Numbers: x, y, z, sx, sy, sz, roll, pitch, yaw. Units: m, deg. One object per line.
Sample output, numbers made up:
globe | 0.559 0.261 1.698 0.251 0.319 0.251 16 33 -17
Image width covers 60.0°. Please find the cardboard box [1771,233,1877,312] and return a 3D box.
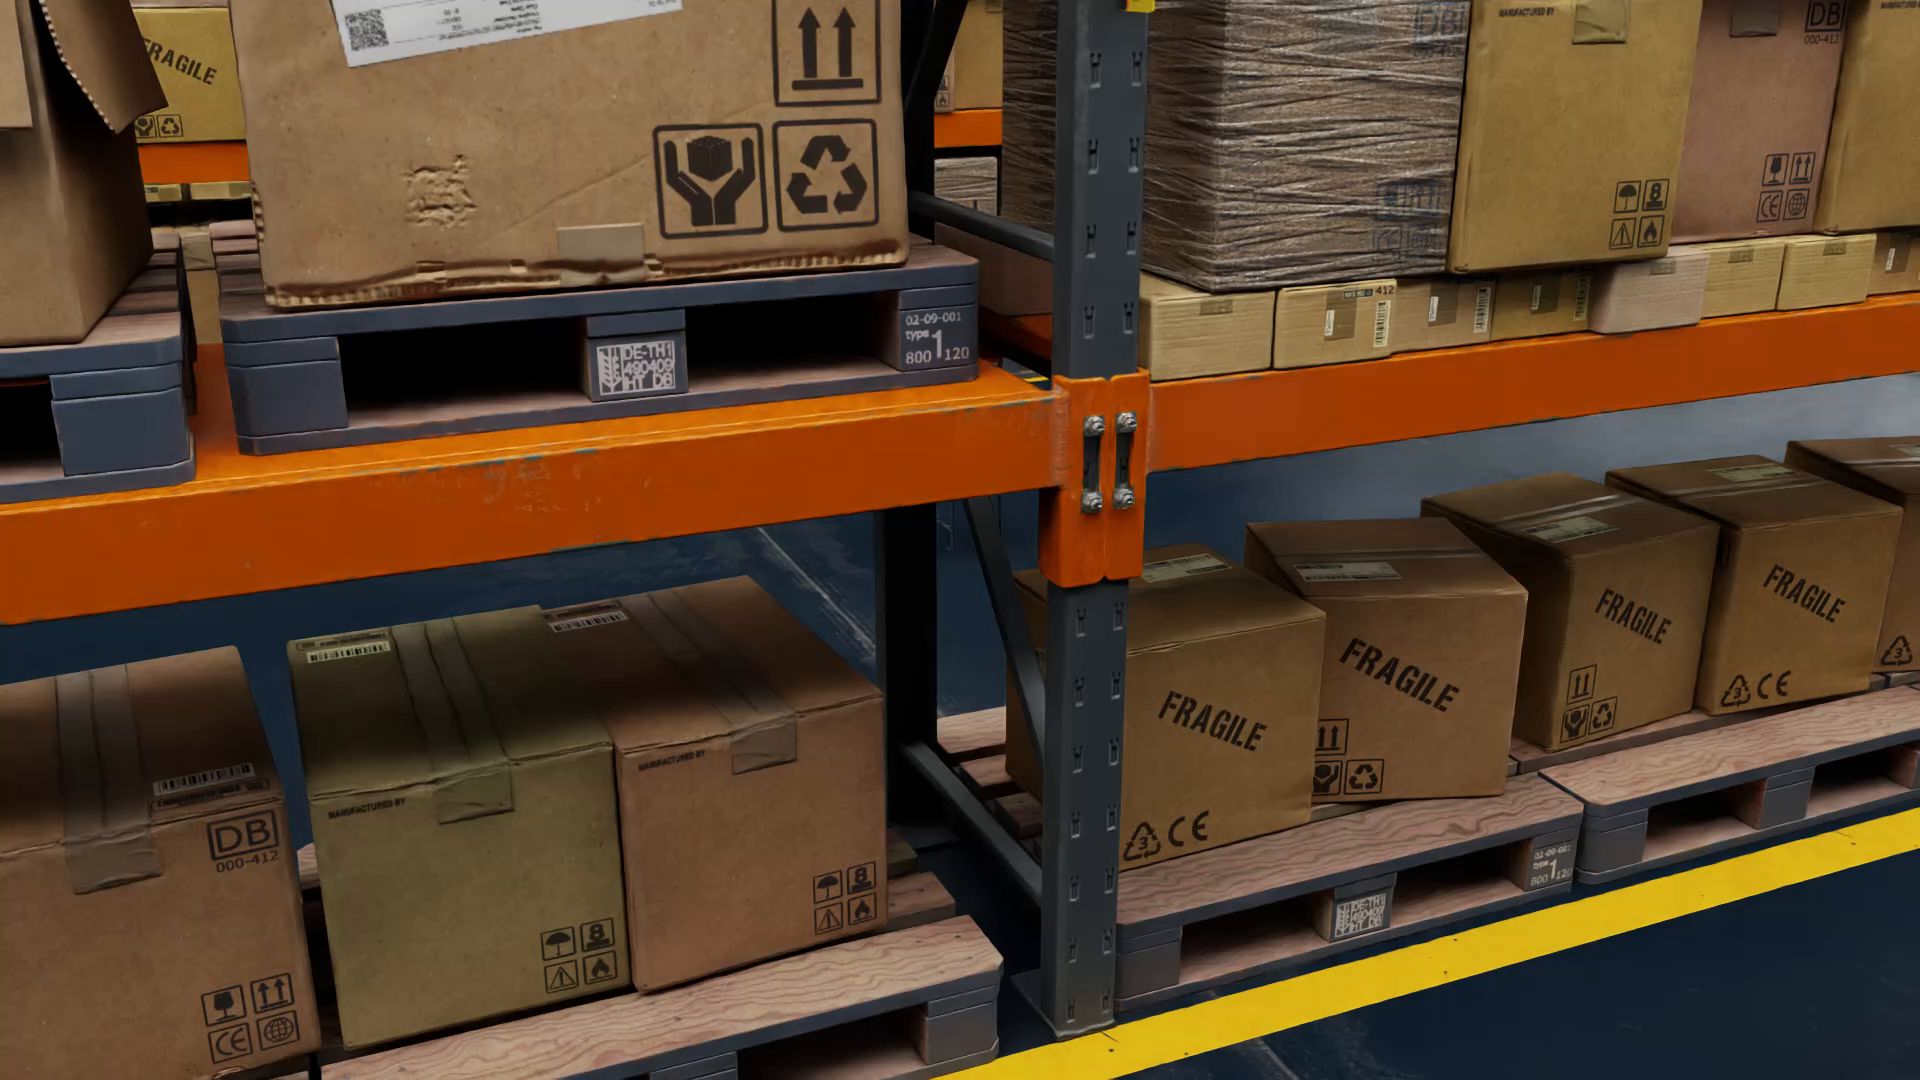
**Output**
cardboard box | 1.740 -0.615 3.630 0.250 0.149 0.380 -8 21 -22

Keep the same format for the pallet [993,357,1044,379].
pallet | 0.031 -1.044 8.669 1.213 0.211 1.003 -8 21 -22

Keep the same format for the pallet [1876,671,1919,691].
pallet | 2.894 0.300 4.853 1.213 0.211 1.003 -8 21 -22

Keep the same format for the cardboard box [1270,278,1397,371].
cardboard box | 0.603 -0.442 3.140 0.250 0.149 0.380 -8 21 -22

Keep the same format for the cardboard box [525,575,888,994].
cardboard box | -0.521 0.450 3.328 0.500 0.500 0.700 -10 22 -26

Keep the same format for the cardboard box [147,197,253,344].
cardboard box | -3.242 -1.023 7.167 0.750 0.750 1.050 -8 21 -22

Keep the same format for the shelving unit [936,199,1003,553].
shelving unit | 0.013 -0.568 5.828 0.189 1.200 0.258 -8 21 -22

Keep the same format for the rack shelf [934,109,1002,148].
rack shelf | 0.016 -2.045 8.397 4.000 0.370 1.077 -8 21 -22

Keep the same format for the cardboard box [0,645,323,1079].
cardboard box | -1.480 0.581 2.956 0.500 0.500 0.700 -10 22 -27

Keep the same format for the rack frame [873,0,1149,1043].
rack frame | 0.051 -0.595 3.196 0.127 3.000 1.000 -8 21 -22

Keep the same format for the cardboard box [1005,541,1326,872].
cardboard box | 0.434 0.345 3.657 0.500 0.500 0.500 -9 21 -24

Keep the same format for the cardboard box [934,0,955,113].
cardboard box | -0.448 -2.359 7.978 0.550 0.550 0.875 -8 21 -22

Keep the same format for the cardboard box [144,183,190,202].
cardboard box | -5.651 -2.319 11.415 0.625 0.372 0.950 -7 21 -20

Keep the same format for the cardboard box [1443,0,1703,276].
cardboard box | 0.962 -0.878 3.401 0.500 0.500 0.875 -8 21 -22

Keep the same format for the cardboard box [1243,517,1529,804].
cardboard box | 0.957 0.268 3.877 0.500 0.500 0.500 -2 19 -5

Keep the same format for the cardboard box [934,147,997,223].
cardboard box | -0.389 -1.498 8.328 0.875 0.875 0.875 -8 21 -22

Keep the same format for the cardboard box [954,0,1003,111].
cardboard box | -0.001 -2.459 8.263 0.500 0.550 0.875 -8 21 -22

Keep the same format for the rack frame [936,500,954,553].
rack frame | -0.071 -0.556 5.794 0.006 1.200 0.240 -8 21 -22

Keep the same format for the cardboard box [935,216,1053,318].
cardboard box | 0.132 -0.595 3.573 0.250 0.149 0.380 -8 21 -22

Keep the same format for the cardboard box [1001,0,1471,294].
cardboard box | 0.489 -0.823 3.245 0.500 0.500 0.875 -8 21 -22

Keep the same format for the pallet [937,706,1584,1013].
pallet | 0.654 0.621 3.941 1.213 0.211 1.003 -8 21 -22

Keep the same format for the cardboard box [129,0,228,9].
cardboard box | -3.210 -2.438 6.774 0.500 0.500 0.700 -8 21 -21

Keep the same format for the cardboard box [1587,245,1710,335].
cardboard box | 1.293 -0.540 3.417 0.250 0.149 0.380 -8 21 -22

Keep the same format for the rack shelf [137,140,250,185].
rack shelf | -3.657 -1.519 6.902 4.000 0.370 1.077 -8 21 -22

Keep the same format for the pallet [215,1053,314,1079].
pallet | -1.785 0.985 2.908 1.213 0.211 1.003 -8 21 -22

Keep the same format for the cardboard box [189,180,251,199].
cardboard box | -5.013 -2.411 11.676 0.625 0.372 0.950 -7 21 -19

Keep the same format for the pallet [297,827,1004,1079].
pallet | -0.663 0.823 3.367 1.213 0.211 1.003 -8 21 -22

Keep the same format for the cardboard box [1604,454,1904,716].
cardboard box | 2.027 0.102 4.347 0.500 0.500 0.500 -6 20 -17

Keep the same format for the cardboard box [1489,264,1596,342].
cardboard box | 1.047 -0.519 3.359 0.250 0.149 0.380 -8 21 -22

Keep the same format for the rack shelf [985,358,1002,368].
rack shelf | 0.013 -0.639 5.803 0.180 0.103 0.258 -8 21 -22

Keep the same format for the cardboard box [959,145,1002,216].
cardboard box | 0.449 -1.618 8.666 0.875 0.875 0.875 -9 21 -23

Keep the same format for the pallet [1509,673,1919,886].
pallet | 1.776 0.459 4.401 1.213 0.211 1.003 -8 21 -22

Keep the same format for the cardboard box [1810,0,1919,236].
cardboard box | 1.857 -1.028 3.826 0.500 0.500 0.875 -8 21 -22

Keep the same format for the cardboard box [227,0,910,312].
cardboard box | -0.734 -1.015 2.851 1.000 1.000 1.000 -8 21 -22

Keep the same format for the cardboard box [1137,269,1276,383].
cardboard box | 0.368 -0.413 3.058 0.250 0.149 0.380 -8 21 -22

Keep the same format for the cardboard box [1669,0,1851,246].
cardboard box | 1.381 -0.975 3.675 0.500 0.500 0.875 -8 21 -22

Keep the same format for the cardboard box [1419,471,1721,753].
cardboard box | 1.496 0.162 4.177 0.500 0.500 0.500 -10 22 -27

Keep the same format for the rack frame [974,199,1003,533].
rack frame | 0.097 -0.580 5.862 0.006 1.200 0.240 -8 21 -22

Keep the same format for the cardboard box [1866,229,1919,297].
cardboard box | 1.952 -0.662 3.763 0.250 0.149 0.380 -8 21 -22

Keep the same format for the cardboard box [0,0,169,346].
cardboard box | -1.504 -0.586 2.382 0.637 0.503 0.797 -6 20 -16

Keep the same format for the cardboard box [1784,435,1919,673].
cardboard box | 2.609 0.026 4.565 0.500 0.500 0.500 -3 20 -8

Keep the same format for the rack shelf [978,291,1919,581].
rack shelf | 1.888 -0.519 4.063 4.000 0.370 1.077 -8 21 -22

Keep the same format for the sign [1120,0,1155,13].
sign | 0.275 -0.973 2.525 0.005 0.325 0.100 -8 21 -22

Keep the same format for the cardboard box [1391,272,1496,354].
cardboard box | 0.821 -0.484 3.258 0.250 0.149 0.380 -8 21 -22

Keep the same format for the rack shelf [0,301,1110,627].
rack shelf | -1.785 0.007 2.569 4.000 0.370 1.077 -8 21 -22

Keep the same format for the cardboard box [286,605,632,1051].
cardboard box | -0.966 0.507 3.166 0.500 0.500 0.700 -8 21 -22

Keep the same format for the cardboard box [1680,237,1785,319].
cardboard box | 1.506 -0.585 3.546 0.250 0.149 0.380 -8 21 -22

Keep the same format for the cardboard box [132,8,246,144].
cardboard box | -3.122 -1.885 6.709 0.500 0.500 0.500 -8 21 -21

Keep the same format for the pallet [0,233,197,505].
pallet | -1.820 -0.252 2.509 1.213 0.211 1.003 -8 21 -22

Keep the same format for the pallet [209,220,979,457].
pallet | -0.708 -0.449 3.069 1.213 0.211 1.003 -8 21 -22
